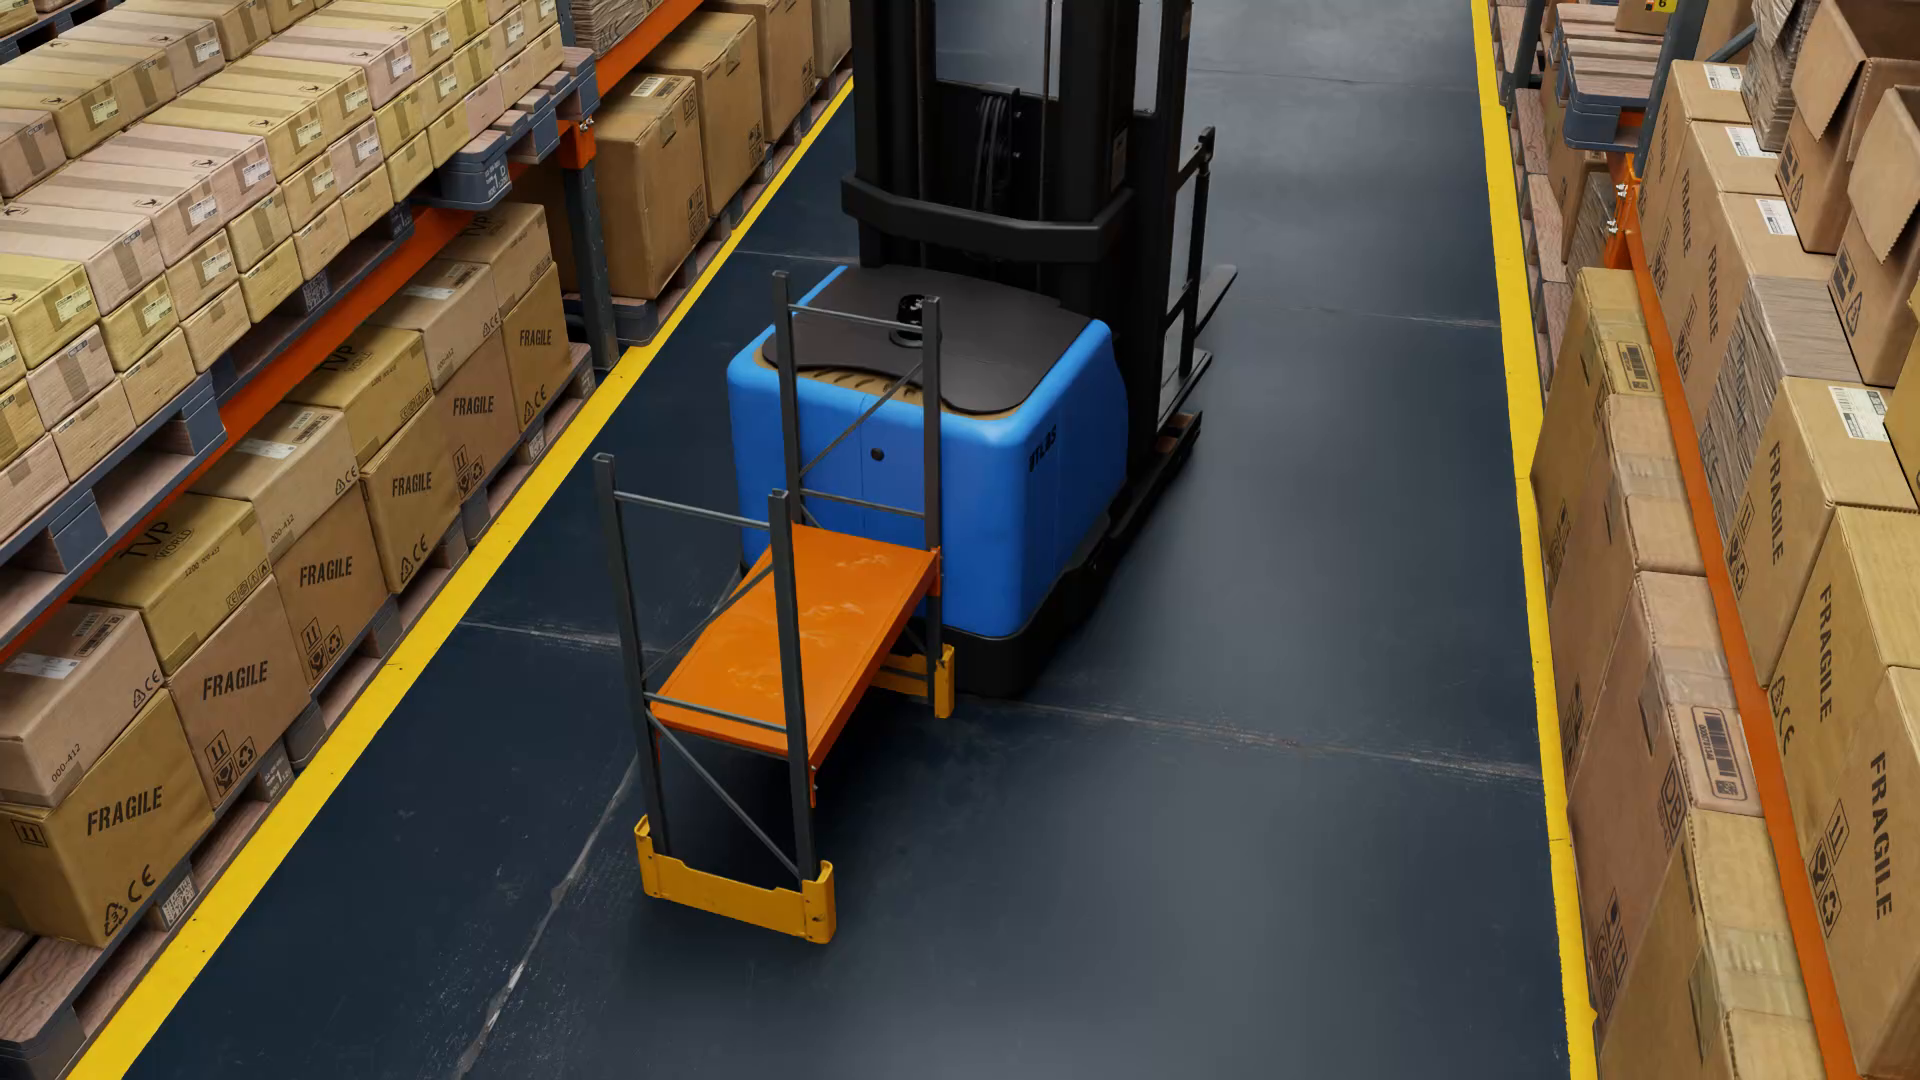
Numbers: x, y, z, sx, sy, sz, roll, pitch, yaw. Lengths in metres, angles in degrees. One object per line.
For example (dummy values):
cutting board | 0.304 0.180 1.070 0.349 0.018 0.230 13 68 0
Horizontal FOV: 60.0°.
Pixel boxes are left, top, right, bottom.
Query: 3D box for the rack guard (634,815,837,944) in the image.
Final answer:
rack guard | -0.635 0.960 4.712 0.587 0.250 0.087 12 38 16

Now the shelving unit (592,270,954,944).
shelving unit | -0.469 0.178 4.726 0.587 1.500 1.083 12 38 16

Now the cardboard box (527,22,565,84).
cardboard box | -1.659 -1.767 5.988 0.380 0.149 0.250 8 37 11

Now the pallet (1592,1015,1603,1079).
pallet | 2.058 1.611 3.847 1.003 0.211 1.213 7 37 10

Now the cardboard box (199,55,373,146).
cardboard box | -1.937 -1.268 4.793 0.380 0.149 0.250 9 37 12

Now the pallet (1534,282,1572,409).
pallet | 2.990 -0.678 7.005 1.003 0.211 1.213 7 37 10

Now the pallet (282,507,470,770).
pallet | -2.433 0.236 5.745 1.003 0.211 1.213 7 37 10

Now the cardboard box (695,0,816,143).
cardboard box | -1.402 -2.671 8.939 1.050 0.750 0.750 7 37 10

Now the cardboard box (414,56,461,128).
cardboard box | -1.826 -1.439 5.283 0.380 0.149 0.250 7 37 10

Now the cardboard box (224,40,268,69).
cardboard box | -2.465 -1.522 5.396 0.380 0.149 0.250 7 37 10

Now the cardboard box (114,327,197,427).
cardboard box | -2.158 -0.428 4.141 0.380 0.149 0.250 8 37 10

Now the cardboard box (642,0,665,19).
cardboard box | -1.537 -2.595 7.189 0.500 0.500 0.500 7 37 10

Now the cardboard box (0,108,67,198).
cardboard box | -2.682 -1.056 4.501 0.380 0.149 0.250 6 36 8

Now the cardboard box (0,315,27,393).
cardboard box | -2.270 -0.383 3.572 0.380 0.149 0.250 8 37 11

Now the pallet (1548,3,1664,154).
pallet | 2.870 -1.703 6.207 1.213 0.211 1.003 7 37 10

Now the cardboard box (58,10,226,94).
cardboard box | -2.515 -1.506 5.121 0.380 0.149 0.250 9 37 12

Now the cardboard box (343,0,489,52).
cardboard box | -1.771 -1.716 5.410 0.380 0.149 0.250 8 37 11

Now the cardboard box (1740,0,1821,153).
cardboard box | 2.650 -1.389 4.670 0.797 0.503 0.637 9 37 12

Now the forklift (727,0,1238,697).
forklift | 0.327 -1.532 5.866 1.130 2.935 3.031 15 39 20

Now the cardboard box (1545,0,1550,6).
cardboard box | 3.971 -3.730 10.612 0.500 0.500 0.500 4 36 6

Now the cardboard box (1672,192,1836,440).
cardboard box | 2.238 -0.565 4.388 0.500 0.500 0.500 7 36 9

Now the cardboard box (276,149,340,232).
cardboard box | -1.991 -0.999 4.675 0.380 0.149 0.250 7 36 9

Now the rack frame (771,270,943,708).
rack frame | -0.297 -0.108 5.121 0.500 1.500 0.032 12 38 16

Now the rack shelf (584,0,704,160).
rack shelf | -1.575 -2.894 8.300 1.077 0.370 4.000 7 37 10

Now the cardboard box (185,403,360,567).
cardboard box | -2.216 -0.195 5.096 0.500 0.250 0.500 9 37 12

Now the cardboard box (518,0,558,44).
cardboard box | -1.663 -1.887 5.900 0.380 0.149 0.250 8 37 11

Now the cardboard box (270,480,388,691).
cardboard box | -2.230 0.101 5.327 0.500 0.500 0.500 8 37 11

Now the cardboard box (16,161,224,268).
cardboard box | -2.102 -0.820 4.174 0.380 0.149 0.250 7 37 10

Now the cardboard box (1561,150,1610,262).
cardboard box | 3.166 -1.557 7.598 0.700 0.500 0.500 10 37 14

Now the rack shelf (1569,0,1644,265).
rack shelf | 3.249 -2.214 7.362 1.077 0.370 4.000 7 37 10

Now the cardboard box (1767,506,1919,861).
cardboard box | 1.913 0.309 3.183 0.500 0.500 0.500 8 37 11

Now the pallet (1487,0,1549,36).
pallet | 4.043 -3.614 11.057 1.003 0.211 1.213 7 37 10

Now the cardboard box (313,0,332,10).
cardboard box | -2.345 -1.953 5.738 0.380 0.149 0.250 6 36 9

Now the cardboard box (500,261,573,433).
cardboard box | -1.887 -0.786 6.551 0.500 0.500 0.500 7 37 10

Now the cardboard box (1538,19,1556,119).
cardboard box | 3.524 -2.469 8.856 0.700 0.500 0.500 5 36 6

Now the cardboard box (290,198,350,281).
cardboard box | -1.993 -0.875 4.758 0.380 0.149 0.250 6 36 8

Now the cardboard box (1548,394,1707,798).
cardboard box | 2.456 0.234 4.823 1.225 0.875 0.875 7 37 10

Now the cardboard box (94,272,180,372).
cardboard box | -2.160 -0.548 4.053 0.380 0.149 0.250 6 36 8

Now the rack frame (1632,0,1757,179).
rack frame | 2.822 -1.359 5.569 1.000 3.000 0.127 7 37 10

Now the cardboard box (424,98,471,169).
cardboard box | -1.825 -1.334 5.391 0.380 0.149 0.250 7 36 9

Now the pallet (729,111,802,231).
pallet | -1.497 -2.049 8.898 1.003 0.211 1.213 7 37 10

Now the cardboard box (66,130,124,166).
cardboard box | -2.629 -1.082 4.789 0.380 0.149 0.250 9 37 12

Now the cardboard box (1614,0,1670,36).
cardboard box | 2.919 -2.217 6.309 0.700 0.500 0.500 13 38 17

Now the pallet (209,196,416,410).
pallet | -2.385 -0.821 4.990 1.003 0.211 1.213 7 37 10

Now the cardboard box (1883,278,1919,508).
cardboard box | 2.254 -0.272 3.129 0.797 0.503 0.637 8 37 10

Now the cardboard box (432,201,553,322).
cardboard box | -1.892 -1.075 6.311 0.500 0.250 0.500 6 36 9
